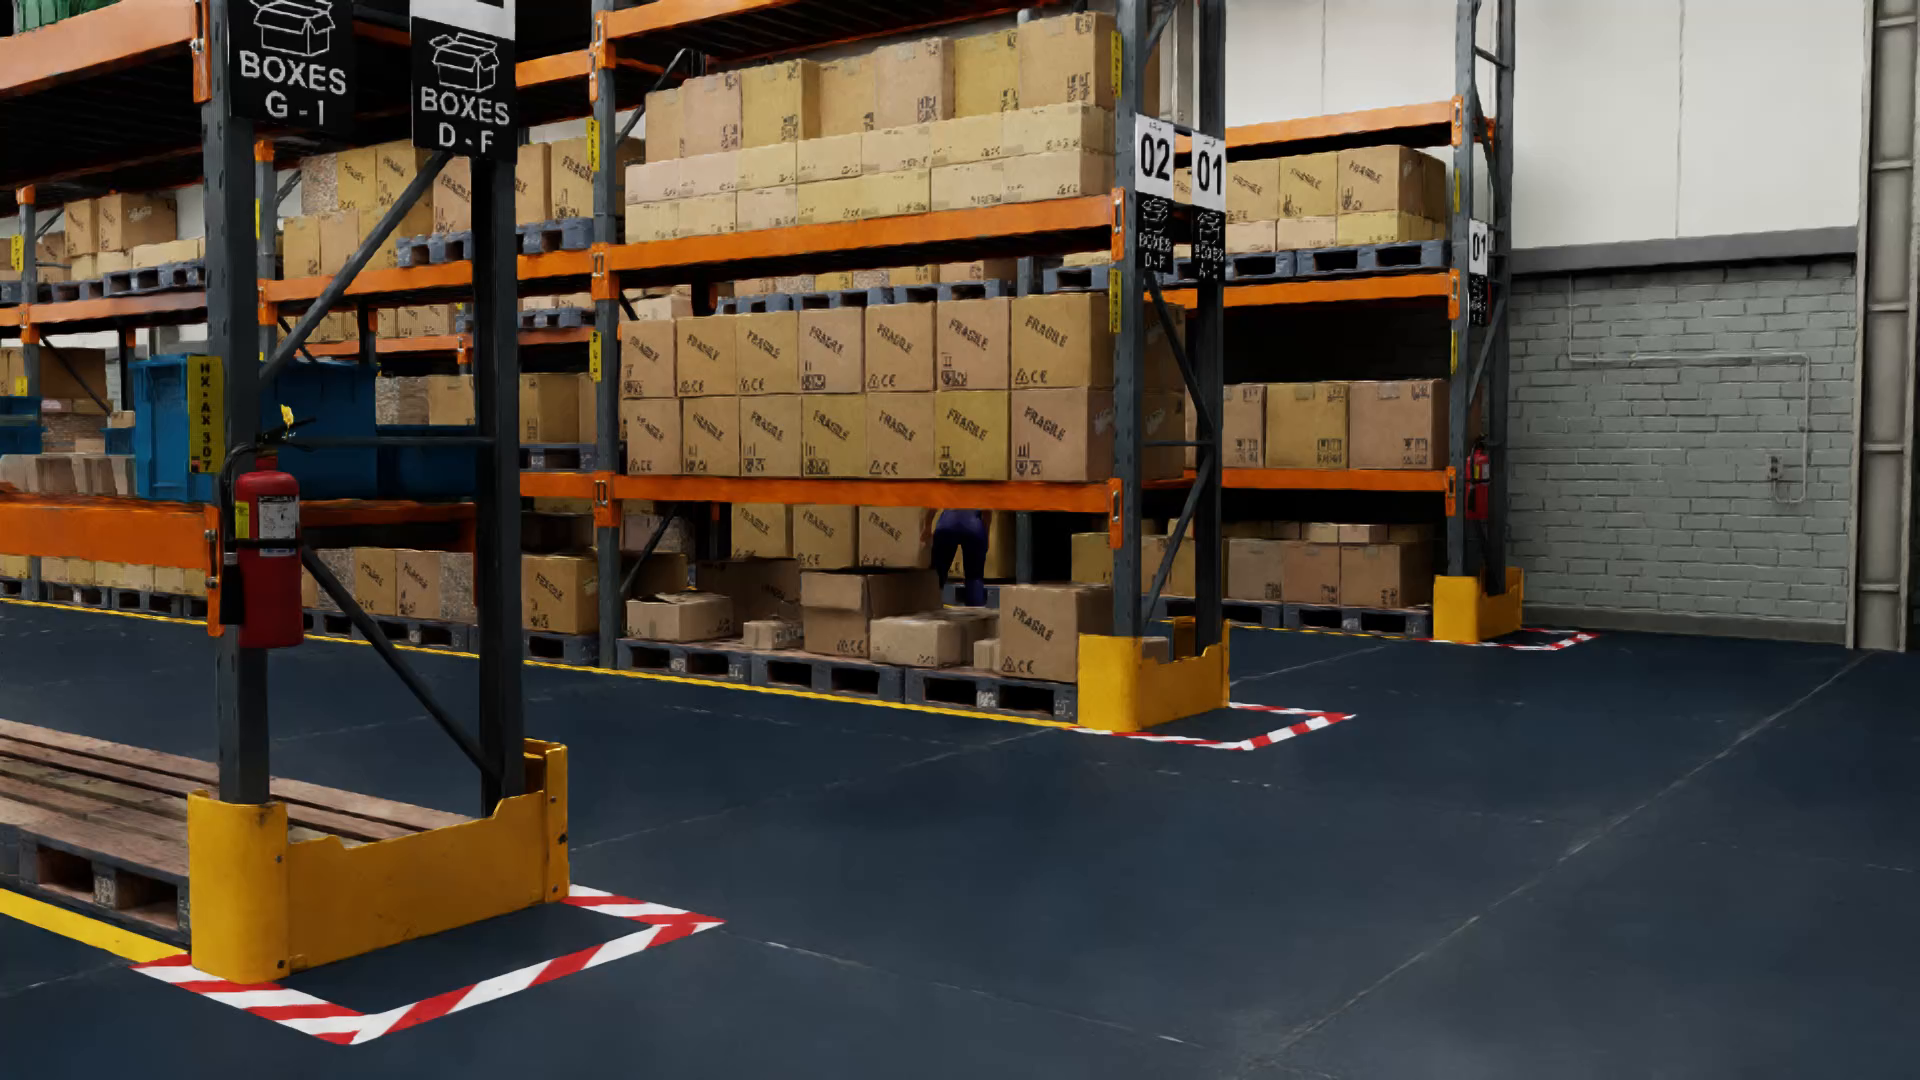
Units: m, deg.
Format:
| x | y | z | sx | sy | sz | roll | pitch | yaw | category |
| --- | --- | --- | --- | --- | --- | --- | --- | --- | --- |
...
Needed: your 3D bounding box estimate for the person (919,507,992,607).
| x | y | z | sx | sy | sz | roll | pitch | yaw | category |
| --- | --- | --- | --- | --- | --- | --- | --- | --- | --- |
| -0.039 | -0.032 | 12.894 | 0.655 | 1.605 | 0.586 | 1 | 3 | 14 | person |
